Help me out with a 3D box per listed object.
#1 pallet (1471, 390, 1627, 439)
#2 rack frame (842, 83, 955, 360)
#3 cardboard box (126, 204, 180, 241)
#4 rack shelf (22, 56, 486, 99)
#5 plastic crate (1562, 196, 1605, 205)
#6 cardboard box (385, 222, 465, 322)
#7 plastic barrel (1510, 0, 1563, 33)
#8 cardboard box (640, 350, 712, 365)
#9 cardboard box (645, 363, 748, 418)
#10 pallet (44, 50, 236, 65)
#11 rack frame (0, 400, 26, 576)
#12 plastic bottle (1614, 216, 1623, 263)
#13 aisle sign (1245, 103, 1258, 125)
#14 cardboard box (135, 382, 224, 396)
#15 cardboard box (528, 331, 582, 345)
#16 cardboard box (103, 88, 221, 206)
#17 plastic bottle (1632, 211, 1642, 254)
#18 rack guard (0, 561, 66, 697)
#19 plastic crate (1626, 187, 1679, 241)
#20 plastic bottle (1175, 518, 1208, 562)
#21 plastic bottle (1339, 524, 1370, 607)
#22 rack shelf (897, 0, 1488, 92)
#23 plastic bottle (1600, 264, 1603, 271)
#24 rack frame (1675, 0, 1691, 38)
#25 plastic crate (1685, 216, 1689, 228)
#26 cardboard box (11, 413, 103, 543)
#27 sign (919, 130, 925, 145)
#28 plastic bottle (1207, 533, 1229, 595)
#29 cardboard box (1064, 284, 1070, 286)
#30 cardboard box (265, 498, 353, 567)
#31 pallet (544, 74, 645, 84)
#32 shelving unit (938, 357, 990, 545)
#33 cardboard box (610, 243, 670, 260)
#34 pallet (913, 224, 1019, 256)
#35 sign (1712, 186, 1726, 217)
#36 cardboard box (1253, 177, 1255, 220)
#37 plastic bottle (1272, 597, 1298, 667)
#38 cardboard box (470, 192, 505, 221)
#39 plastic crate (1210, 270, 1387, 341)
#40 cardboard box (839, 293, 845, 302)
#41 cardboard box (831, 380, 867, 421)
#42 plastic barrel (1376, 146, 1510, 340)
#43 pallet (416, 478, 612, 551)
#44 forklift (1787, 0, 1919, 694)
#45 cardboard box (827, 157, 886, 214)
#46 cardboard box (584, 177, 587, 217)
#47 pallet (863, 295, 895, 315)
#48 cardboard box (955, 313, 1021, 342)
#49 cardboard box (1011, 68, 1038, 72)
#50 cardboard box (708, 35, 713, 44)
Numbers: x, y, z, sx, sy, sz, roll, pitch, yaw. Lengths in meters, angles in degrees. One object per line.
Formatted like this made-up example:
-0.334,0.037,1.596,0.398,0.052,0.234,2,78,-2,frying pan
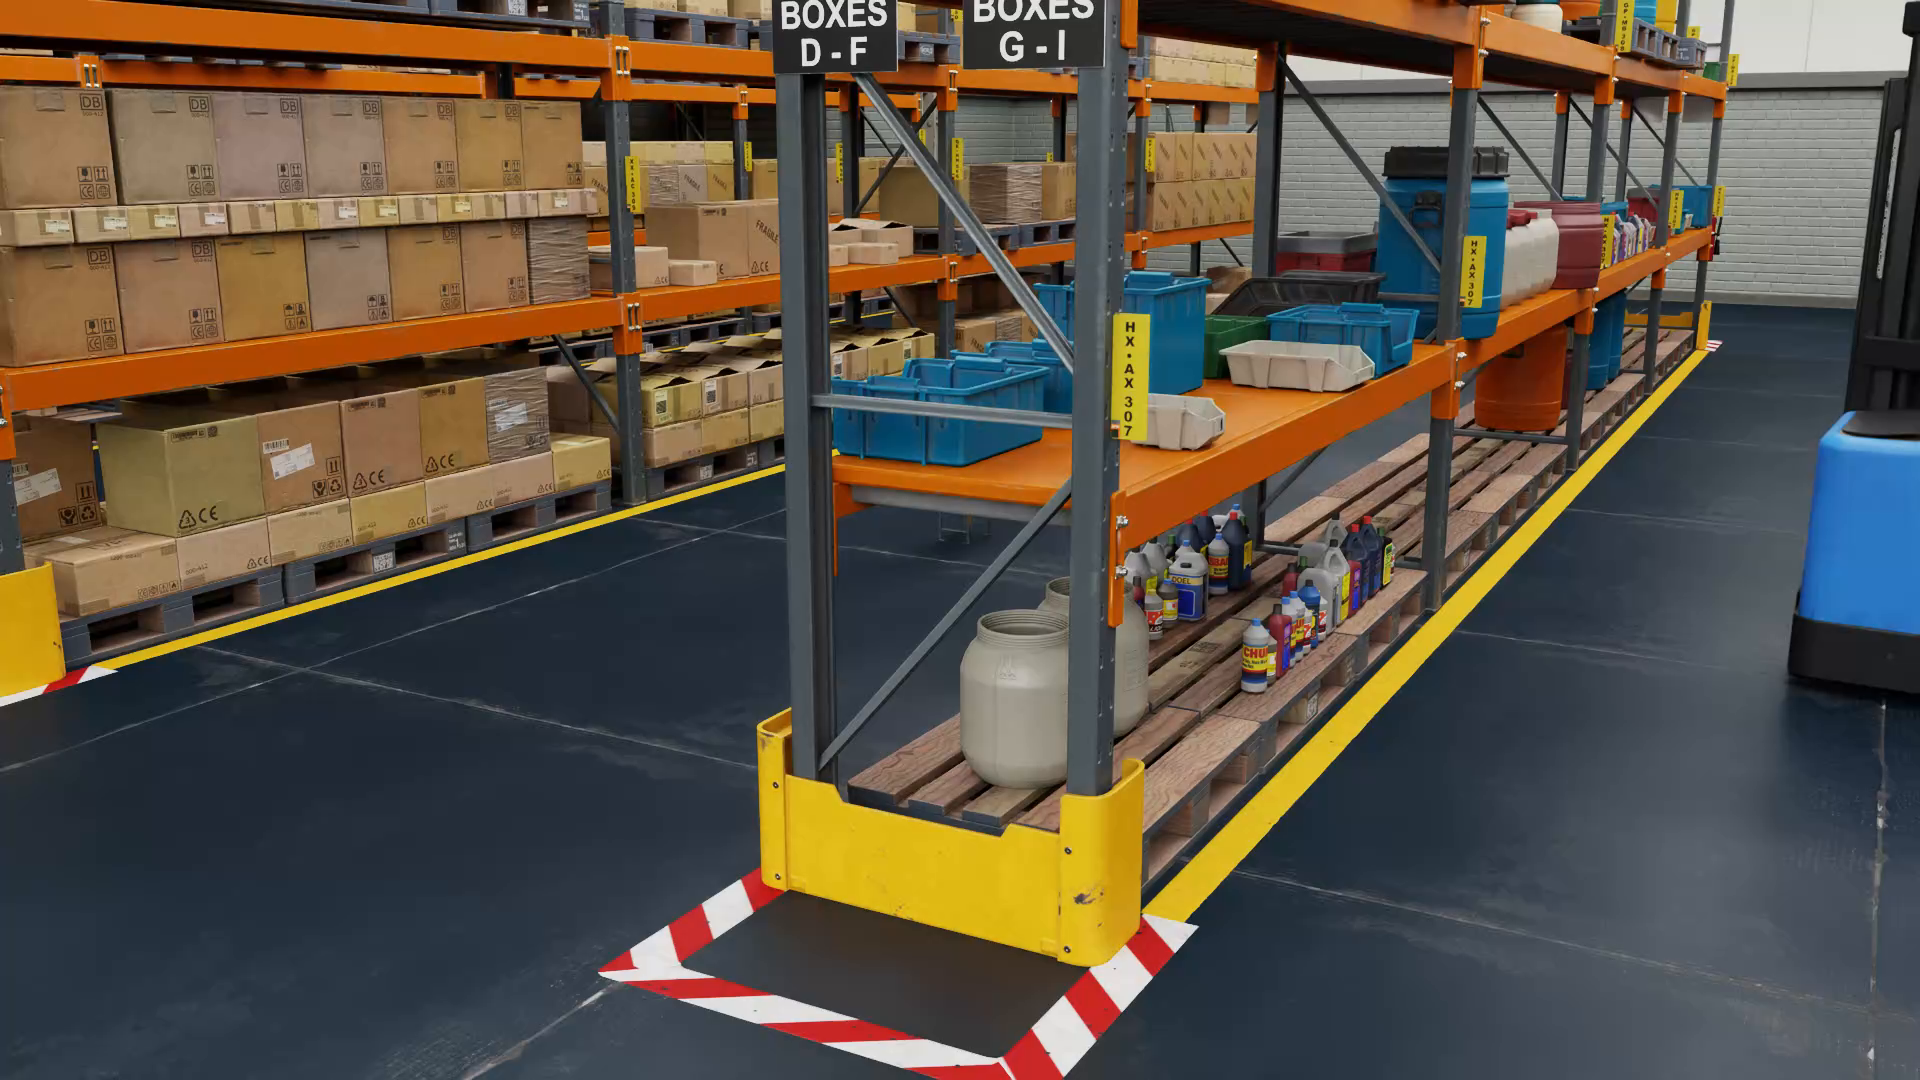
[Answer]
4.762,-1.050,13.436,1.003,0.211,1.213,7,15,28,pallet
-0.508,-2.551,13.716,1.000,3.000,0.127,7,15,28,rack frame
-3.750,-1.436,7.490,0.380,0.149,0.250,7,15,28,cardboard box
-5.813,-3.810,14.072,1.077,0.370,4.000,7,15,28,rack shelf
5.687,-2.966,15.341,0.392,0.384,0.575,7,15,28,plastic crate
-3.146,-1.476,9.043,0.700,0.500,0.500,8,16,29,cardboard box
3.416,-3.093,9.858,0.301,0.262,0.301,0,14,0,plastic barrel
-2.007,-1.196,11.868,0.500,0.311,0.500,7,15,28,cardboard box
-1.777,-1.029,11.177,0.500,0.311,0.500,7,15,27,cardboard box
-6.388,-3.773,12.783,1.213,0.211,1.003,7,15,28,pallet
-4.375,-0.910,6.908,1.000,3.000,0.127,7,15,28,rack frame
5.070,-2.334,12.921,0.144,0.351,0.185,7,15,28,plastic bottle
3.661,-5.436,20.133,0.394,0.787,0.004,7,15,28,aisle sign
-6.439,-1.443,13.512,0.700,0.500,0.500,8,16,30,cardboard box
-4.376,-2.407,16.808,0.750,0.750,0.750,7,15,27,cardboard box
-3.863,-1.803,7.631,0.700,0.500,0.500,7,15,27,cardboard box
5.602,-2.560,13.859,0.144,0.351,0.185,7,15,28,plastic bottle
-4.387,0.310,7.180,1.175,0.500,0.348,7,15,28,rack guard
6.411,-3.025,15.416,0.402,0.464,0.583,7,15,28,plastic crate
1.048,0.063,7.587,0.144,0.351,0.185,7,15,26,plastic bottle
1.741,0.109,7.393,0.144,0.351,0.185,7,15,25,plastic bottle
0.926,-1.867,6.012,1.077,0.370,4.000,7,15,28,rack shelf
4.647,-2.102,12.101,0.061,0.283,0.133,7,15,28,plastic bottle
5.760,-5.726,14.086,1.000,3.000,0.127,7,15,28,rack frame
7.305,-3.286,17.198,0.396,0.136,0.243,7,15,28,plastic crate
-4.377,-0.286,7.689,0.500,0.500,0.500,7,15,28,cardboard box
-0.510,-5.367,22.419,0.100,0.325,0.005,7,15,28,sign
1.175,0.106,7.577,0.097,0.271,0.097,0,14,0,plastic bottle
1.453,-2.520,17.980,0.500,0.500,0.500,7,15,28,cardboard box
-3.441,-0.068,8.385,0.500,0.250,0.500,7,15,28,cardboard box
-4.043,-4.846,17.237,1.003,0.211,1.213,8,16,31,pallet
0.026,-0.521,9.456,0.215,1.050,0.252,7,15,28,shelving unit
-2.177,-1.866,11.162,0.396,0.266,0.258,7,15,27,cardboard box
-0.242,-2.605,14.348,1.213,0.211,1.003,7,15,28,pallet
8.183,-3.651,17.929,0.100,0.325,0.005,7,15,28,sign
3.381,-4.118,20.003,0.500,0.500,0.500,8,16,30,cardboard box
1.274,0.358,6.533,0.097,0.271,0.097,0,14,0,plastic bottle
-2.757,-1.856,9.235,0.380,0.149,0.250,7,15,28,cardboard box
1.528,-1.045,7.602,0.767,0.338,0.504,7,15,28,plastic crate
-1.714,-3.381,21.596,0.700,0.500,0.500,7,15,26,cardboard box
-1.041,-1.074,12.560,0.500,0.250,0.500,8,16,29,cardboard box
2.345,-1.457,8.108,0.600,0.901,0.708,7,15,28,plastic barrel
-2.863,-0.217,9.982,1.003,0.211,1.213,7,15,28,pallet
4.708,-1.028,7.543,1.130,2.935,3.031,9,16,33,forklift
-1.558,-4.643,21.751,0.980,0.700,0.700,7,15,28,cardboard box
-4.126,-3.492,16.726,0.500,0.500,0.500,8,16,30,cardboard box
-1.297,-3.224,22.458,1.003,0.211,1.213,7,15,28,pallet
0.210,-1.719,14.659,0.500,0.500,0.500,7,15,26,cardboard box
0.171,-4.363,14.616,0.910,0.500,0.500,7,15,28,cardboard box
-2.779,-6.105,19.666,0.500,0.500,0.500,7,15,28,cardboard box
